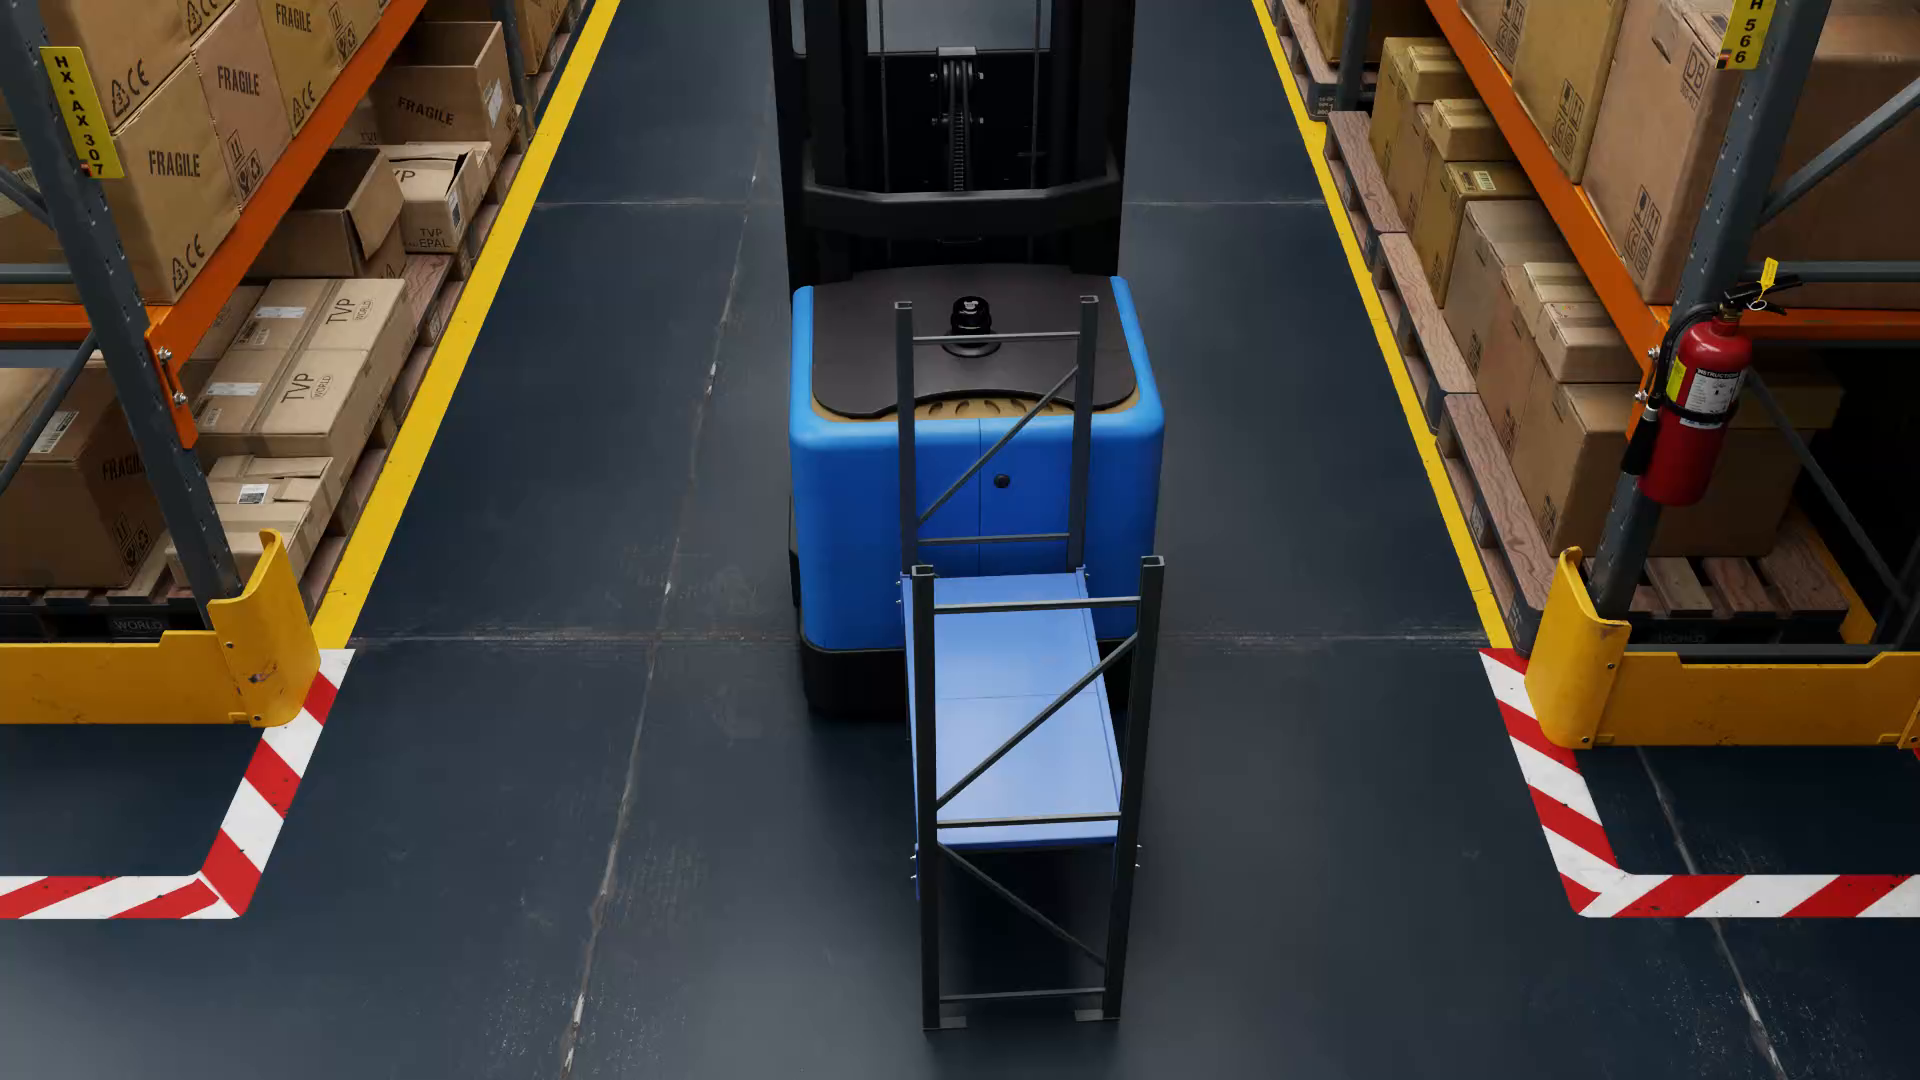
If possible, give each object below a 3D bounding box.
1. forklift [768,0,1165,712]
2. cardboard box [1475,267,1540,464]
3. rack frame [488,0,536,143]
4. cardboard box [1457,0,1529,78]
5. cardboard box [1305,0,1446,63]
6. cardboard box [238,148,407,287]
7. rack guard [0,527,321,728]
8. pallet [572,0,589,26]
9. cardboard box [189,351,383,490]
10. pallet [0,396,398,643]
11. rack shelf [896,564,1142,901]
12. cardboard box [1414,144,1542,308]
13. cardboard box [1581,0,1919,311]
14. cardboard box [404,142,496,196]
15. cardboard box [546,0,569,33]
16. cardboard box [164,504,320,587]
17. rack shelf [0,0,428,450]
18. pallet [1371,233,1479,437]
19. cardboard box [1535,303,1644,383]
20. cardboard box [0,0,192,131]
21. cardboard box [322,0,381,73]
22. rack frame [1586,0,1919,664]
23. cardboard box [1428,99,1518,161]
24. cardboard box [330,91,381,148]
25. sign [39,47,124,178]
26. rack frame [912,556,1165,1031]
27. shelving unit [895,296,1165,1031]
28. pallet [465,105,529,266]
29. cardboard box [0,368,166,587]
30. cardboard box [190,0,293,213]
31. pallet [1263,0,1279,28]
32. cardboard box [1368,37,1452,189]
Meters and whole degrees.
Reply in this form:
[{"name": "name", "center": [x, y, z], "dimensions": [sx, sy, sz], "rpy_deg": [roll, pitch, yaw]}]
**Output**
[{"name": "forklift", "center": [-0.039, -1.534, 5.320], "dimensions": [1.130, 2.935, 3.031], "rpy_deg": [-2, 39, -3]}, {"name": "cardboard box", "center": [2.245, -0.607, 5.772], "dimensions": [0.700, 0.500, 0.500], "rpy_deg": [0, 39, 0]}, {"name": "rack frame", "center": [-2.612, -3.164, 7.299], "dimensions": [1.000, 3.000, 0.127], "rpy_deg": [0, 39, 0]}, {"name": "cardboard box", "center": [2.332, -2.036, 5.652], "dimensions": [0.980, 0.700, 0.700], "rpy_deg": [-2, 39, -2]}, {"name": "cardboard box", "center": [2.211, -2.901, 8.355], "dimensions": [0.750, 0.750, 0.750], "rpy_deg": [0, 39, 0]}, {"name": "cardboard box", "center": [-2.605, -1.186, 6.476], "dimensions": [0.797, 0.503, 0.637], "rpy_deg": [0, 39, 0]}, {"name": "rack guard", "center": [-2.608, 0.266, 5.019], "dimensions": [1.175, 0.500, 0.348], "rpy_deg": [0, 39, 0]}, {"name": "pallet", "center": [-2.655, -3.349, 9.760], "dimensions": [1.003, 0.211, 1.213], "rpy_deg": [0, 39, 0]}, {"name": "cardboard box", "center": [-2.325, -0.414, 5.715], "dimensions": [0.500, 0.250, 0.500], "rpy_deg": [0, 39, 0]}, {"name": "pallet", "center": [-2.609, -0.120, 5.731], "dimensions": [1.003, 0.211, 1.213], "rpy_deg": [0, 39, 0]}, {"name": "rack shelf", "center": [0.122, 0.459, 4.266], "dimensions": [0.538, 0.185, 1.000], "rpy_deg": [-2, 39, -3]}, {"name": "cardboard box", "center": [2.236, -1.255, 6.581], "dimensions": [0.700, 0.500, 0.500], "rpy_deg": [1, 39, 1]}, {"name": "cardboard box", "center": [2.336, -1.104, 4.489], "dimensions": [0.980, 0.700, 0.700], "rpy_deg": [2, 39, 2]}, {"name": "cardboard box", "center": [-2.267, -1.632, 7.316], "dimensions": [0.380, 0.149, 0.250], "rpy_deg": [0, 39, 0]}, {"name": "cardboard box", "center": [-2.381, -2.996, 8.737], "dimensions": [0.500, 0.500, 0.500], "rpy_deg": [0, 39, 1]}, {"name": "cardboard box", "center": [-2.264, 0.016, 5.259], "dimensions": [0.380, 0.149, 0.250], "rpy_deg": [0, 39, 0]}, {"name": "rack shelf", "center": [-2.610, -1.632, 5.964], "dimensions": [1.077, 0.370, 4.000], "rpy_deg": [0, 39, 0]}, {"name": "pallet", "center": [2.269, -0.841, 6.631], "dimensions": [1.003, 0.211, 1.213], "rpy_deg": [0, 39, 0]}, {"name": "cardboard box", "center": [2.063, -0.628, 5.279], "dimensions": [0.380, 0.149, 0.250], "rpy_deg": [0, 39, -1]}, {"name": "cardboard box", "center": [-2.344, -1.369, 4.180], "dimensions": [0.500, 0.500, 0.500], "rpy_deg": [1, 39, 1]}, {"name": "cardboard box", "center": [-2.347, -1.928, 5.677], "dimensions": [0.500, 0.500, 0.500], "rpy_deg": [0, 39, 1]}, {"name": "rack frame", "center": [2.346, -0.668, 4.185], "dimensions": [1.000, 3.000, 0.127], "rpy_deg": [0, 39, 0]}, {"name": "cardboard box", "center": [2.059, -1.603, 6.496], "dimensions": [0.380, 0.149, 0.250], "rpy_deg": [-1, 39, -1]}, {"name": "cardboard box", "center": [-2.828, -2.024, 7.675], "dimensions": [0.500, 0.311, 0.500], "rpy_deg": [0, 39, 0]}, {"name": "sign", "center": [-2.065, -1.001, 3.908], "dimensions": [0.100, 0.325, 0.005], "rpy_deg": [0, 39, 0]}, {"name": "rack frame", "center": [0.155, 0.636, 3.757], "dimensions": [0.500, 1.500, 0.032], "rpy_deg": [-2, 39, -3]}, {"name": "shelving unit", "center": [0.122, 0.319, 4.153], "dimensions": [0.538, 1.500, 1.048], "rpy_deg": [-2, 39, -3]}, {"name": "pallet", "center": [-2.612, -1.646, 7.635], "dimensions": [1.003, 0.211, 1.213], "rpy_deg": [0, 39, 0]}, {"name": "cardboard box", "center": [-2.854, -0.198, 5.246], "dimensions": [0.500, 0.500, 0.500], "rpy_deg": [0, 39, 0]}, {"name": "cardboard box", "center": [-2.350, -1.302, 4.896], "dimensions": [0.500, 0.500, 0.500], "rpy_deg": [0, 39, 0]}, {"name": "pallet", "center": [2.261, -3.329, 9.735], "dimensions": [1.003, 0.211, 1.213], "rpy_deg": [0, 39, 0]}, {"name": "cardboard box", "center": [2.240, -1.890, 7.373], "dimensions": [0.700, 0.500, 0.500], "rpy_deg": [0, 39, 1]}]
